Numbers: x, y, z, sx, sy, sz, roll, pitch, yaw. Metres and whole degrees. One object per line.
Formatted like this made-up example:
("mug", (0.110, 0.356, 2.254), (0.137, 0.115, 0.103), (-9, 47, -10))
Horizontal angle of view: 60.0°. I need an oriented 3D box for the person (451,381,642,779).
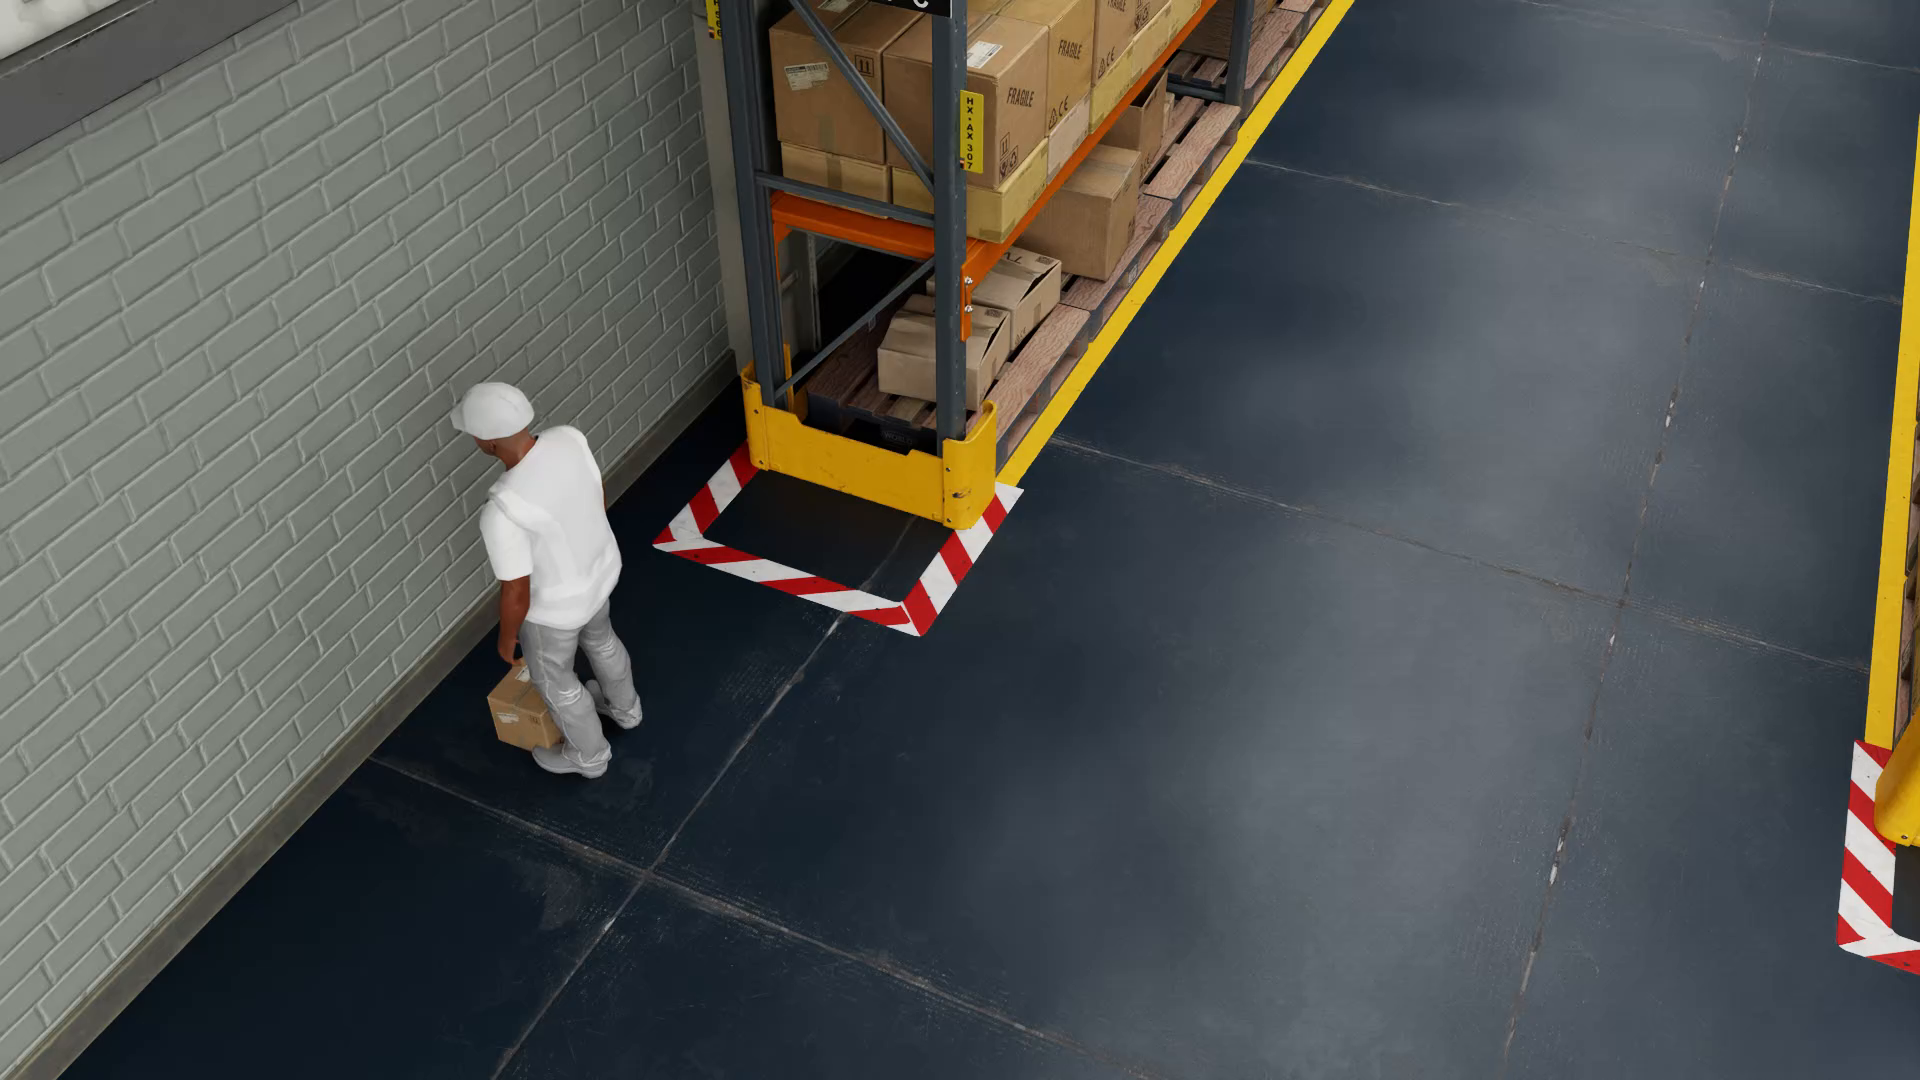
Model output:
("person", (-1.460, 0.153, 5.974), (0.457, 1.761, 0.638), (16, 44, 17))
